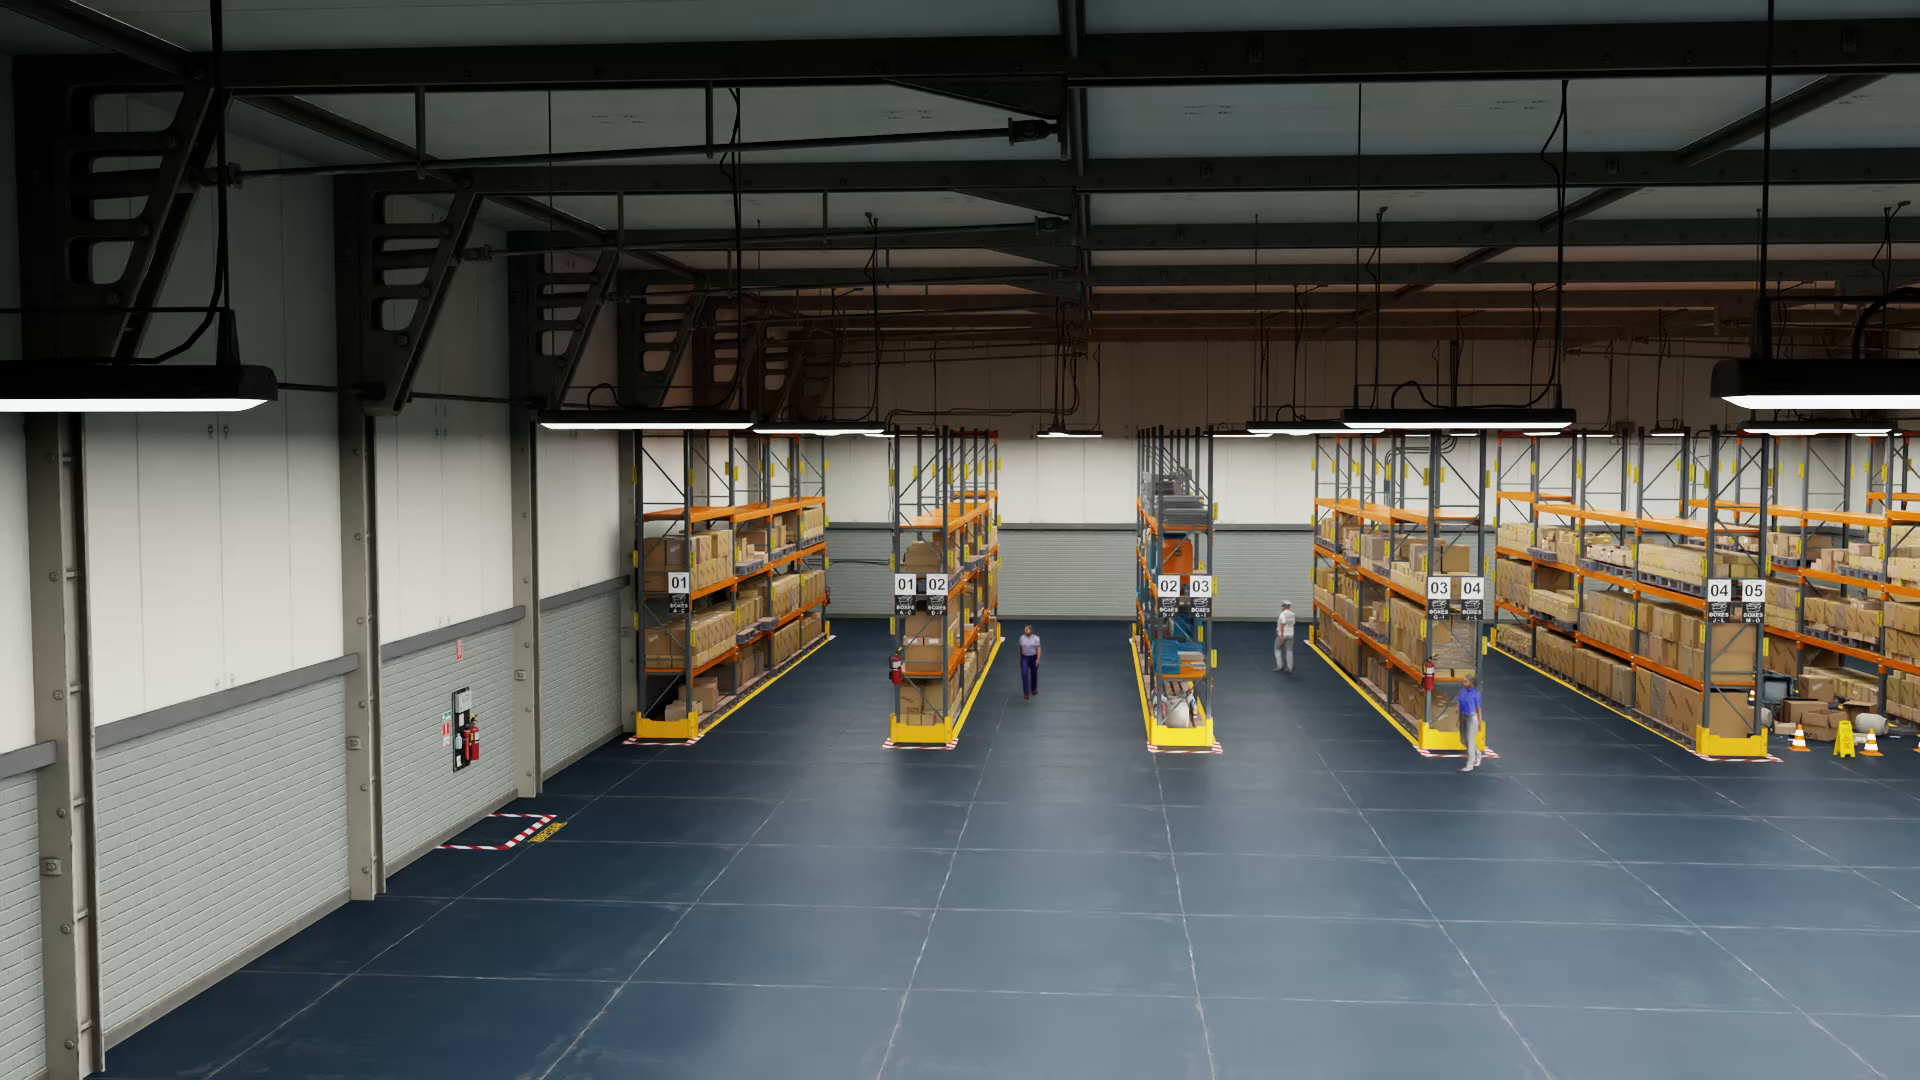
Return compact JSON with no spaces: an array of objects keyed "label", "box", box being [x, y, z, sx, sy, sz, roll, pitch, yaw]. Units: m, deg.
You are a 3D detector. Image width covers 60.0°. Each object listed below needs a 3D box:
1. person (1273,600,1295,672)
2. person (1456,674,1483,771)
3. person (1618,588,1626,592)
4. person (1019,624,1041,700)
[{"label":"person","box":[8.054,2.401,41.003,0.549,1.820,0.545,-1,4,-14]},{"label":"person","box":[8.900,3.151,28.922,0.681,1.652,0.437,-2,4,-25]},{"label":"person","box":[17.890,2.156,44.895,0.499,1.740,0.998,-2,4,-34]},{"label":"person","box":[1.548,2.679,36.953,0.507,1.618,0.892,0,3,6]}]
